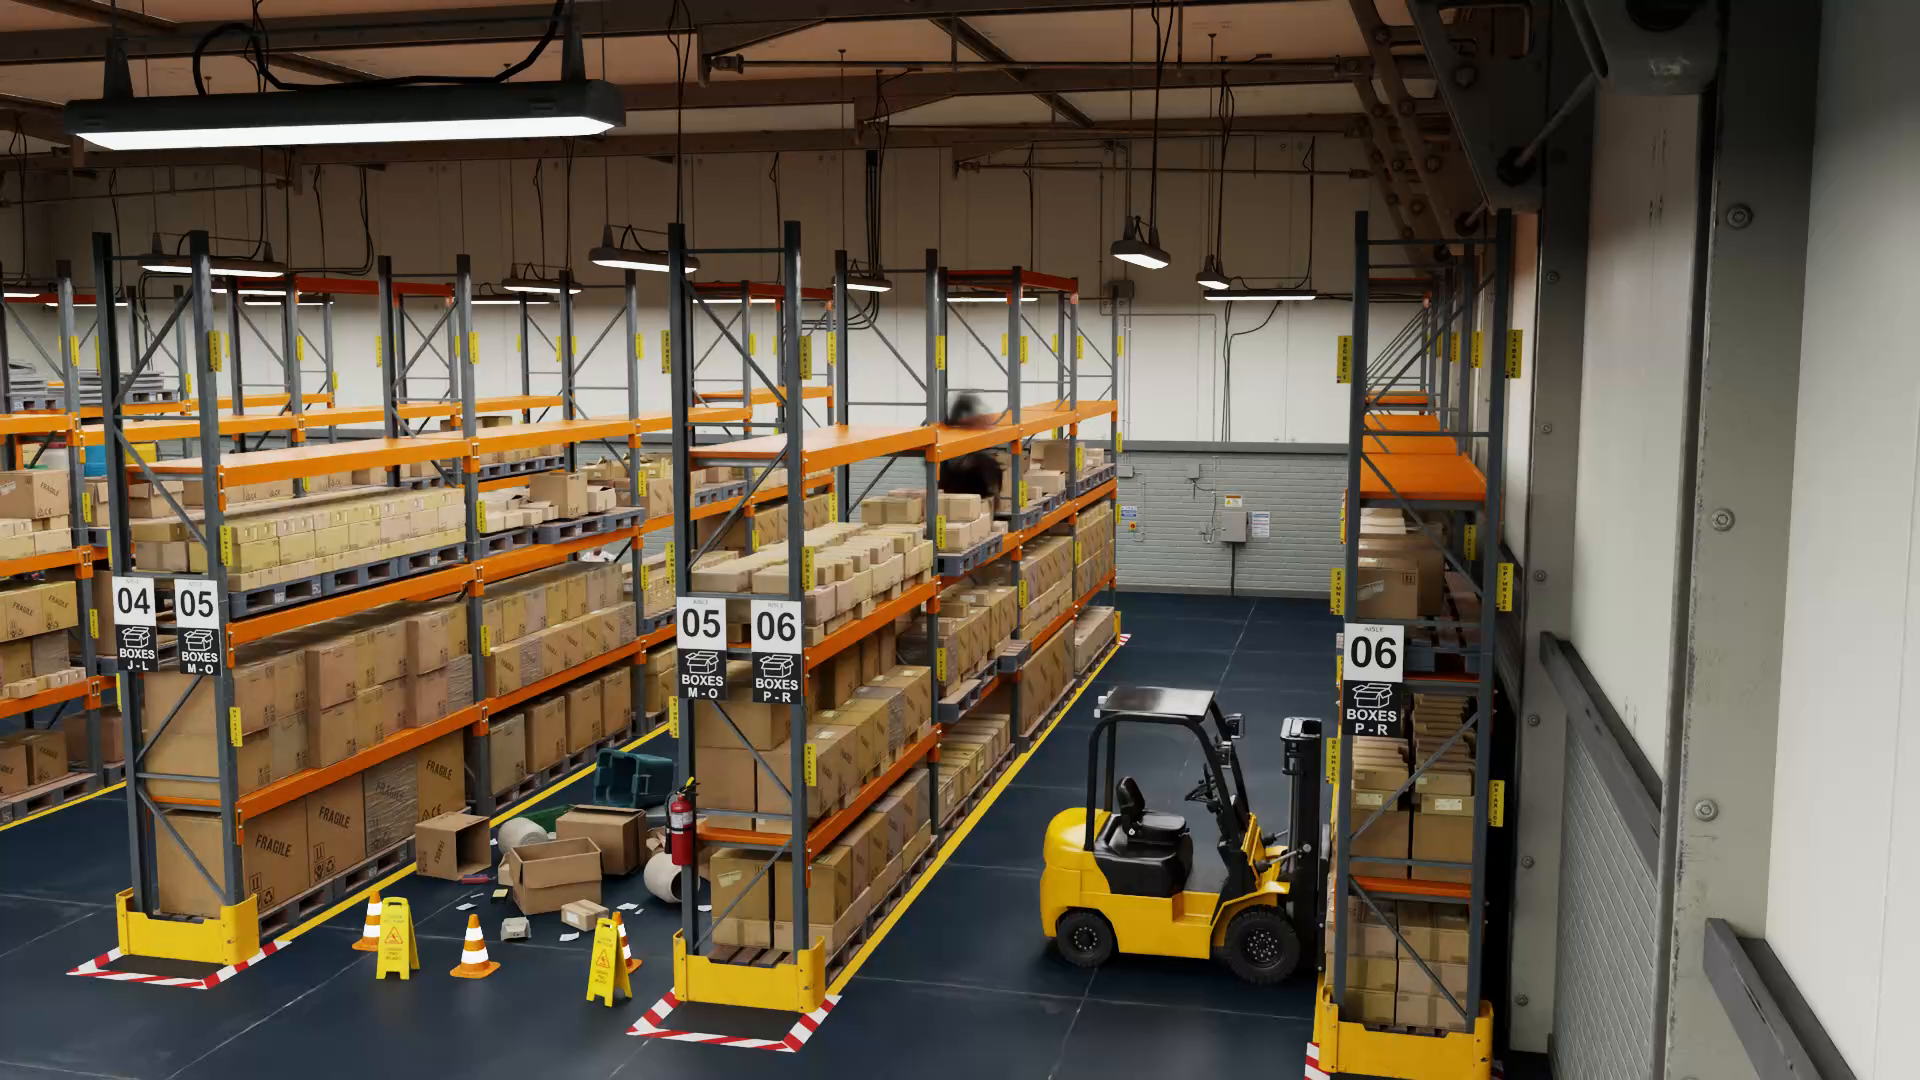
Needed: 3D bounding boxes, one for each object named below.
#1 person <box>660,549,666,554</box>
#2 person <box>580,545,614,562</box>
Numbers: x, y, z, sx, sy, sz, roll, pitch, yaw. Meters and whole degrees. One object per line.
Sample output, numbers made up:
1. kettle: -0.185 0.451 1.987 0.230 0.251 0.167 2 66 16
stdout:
1. person: -4.867 0.954 27.911 0.604 1.642 0.785 3 8 22
2. person: -6.191 0.834 28.339 0.656 1.803 0.910 0 7 3
